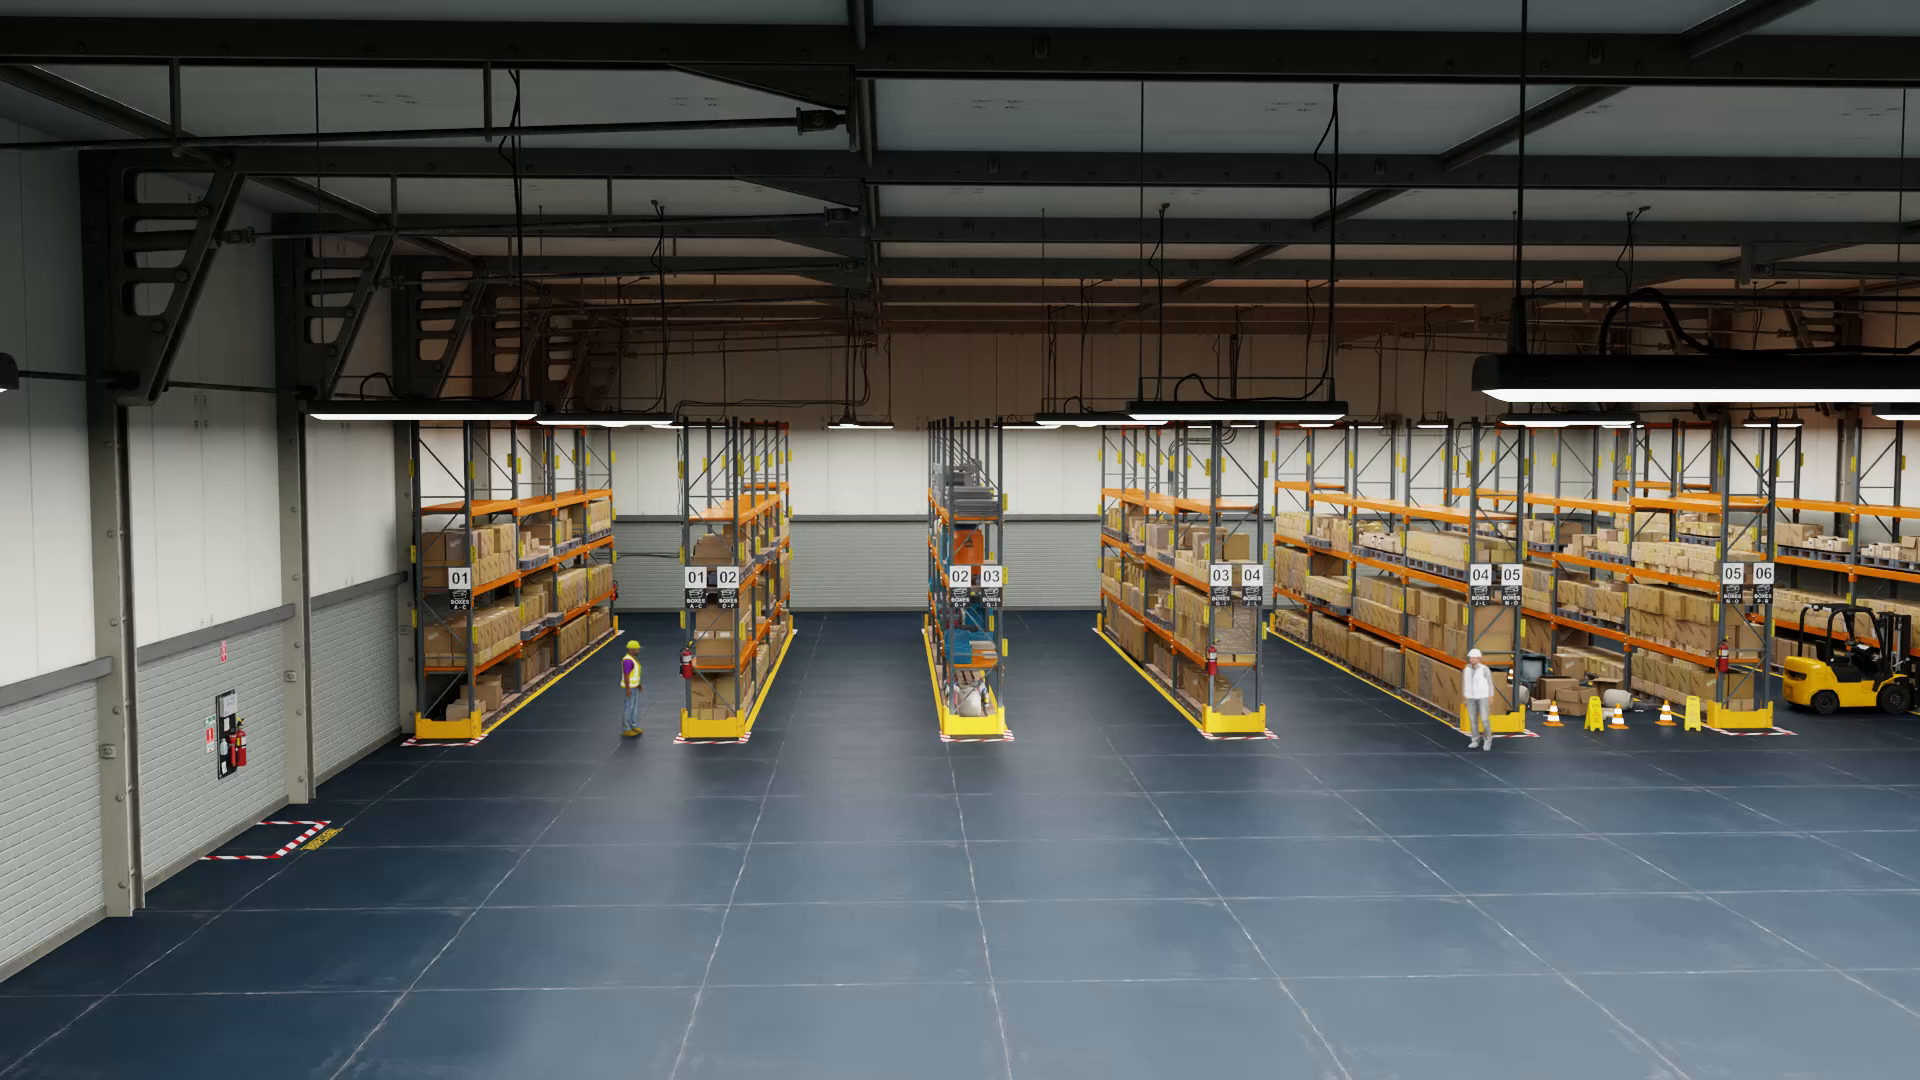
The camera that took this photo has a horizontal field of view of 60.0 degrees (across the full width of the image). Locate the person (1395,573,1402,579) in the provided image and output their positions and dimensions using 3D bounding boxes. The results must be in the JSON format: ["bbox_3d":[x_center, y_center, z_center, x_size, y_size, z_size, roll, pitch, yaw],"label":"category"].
[{"bbox_3d":[12.956,1.729,48.986,0.519,1.679,0.859,1,4,9],"label":"person"}]

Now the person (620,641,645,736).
[{"bbox_3d":[-6.201,2.793,31.431,0.415,1.780,0.615,0,4,2],"label":"person"}]

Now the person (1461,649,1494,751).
[{"bbox_3d":[9.352,2.877,30.102,0.605,1.804,0.419,3,5,37],"label":"person"}]
